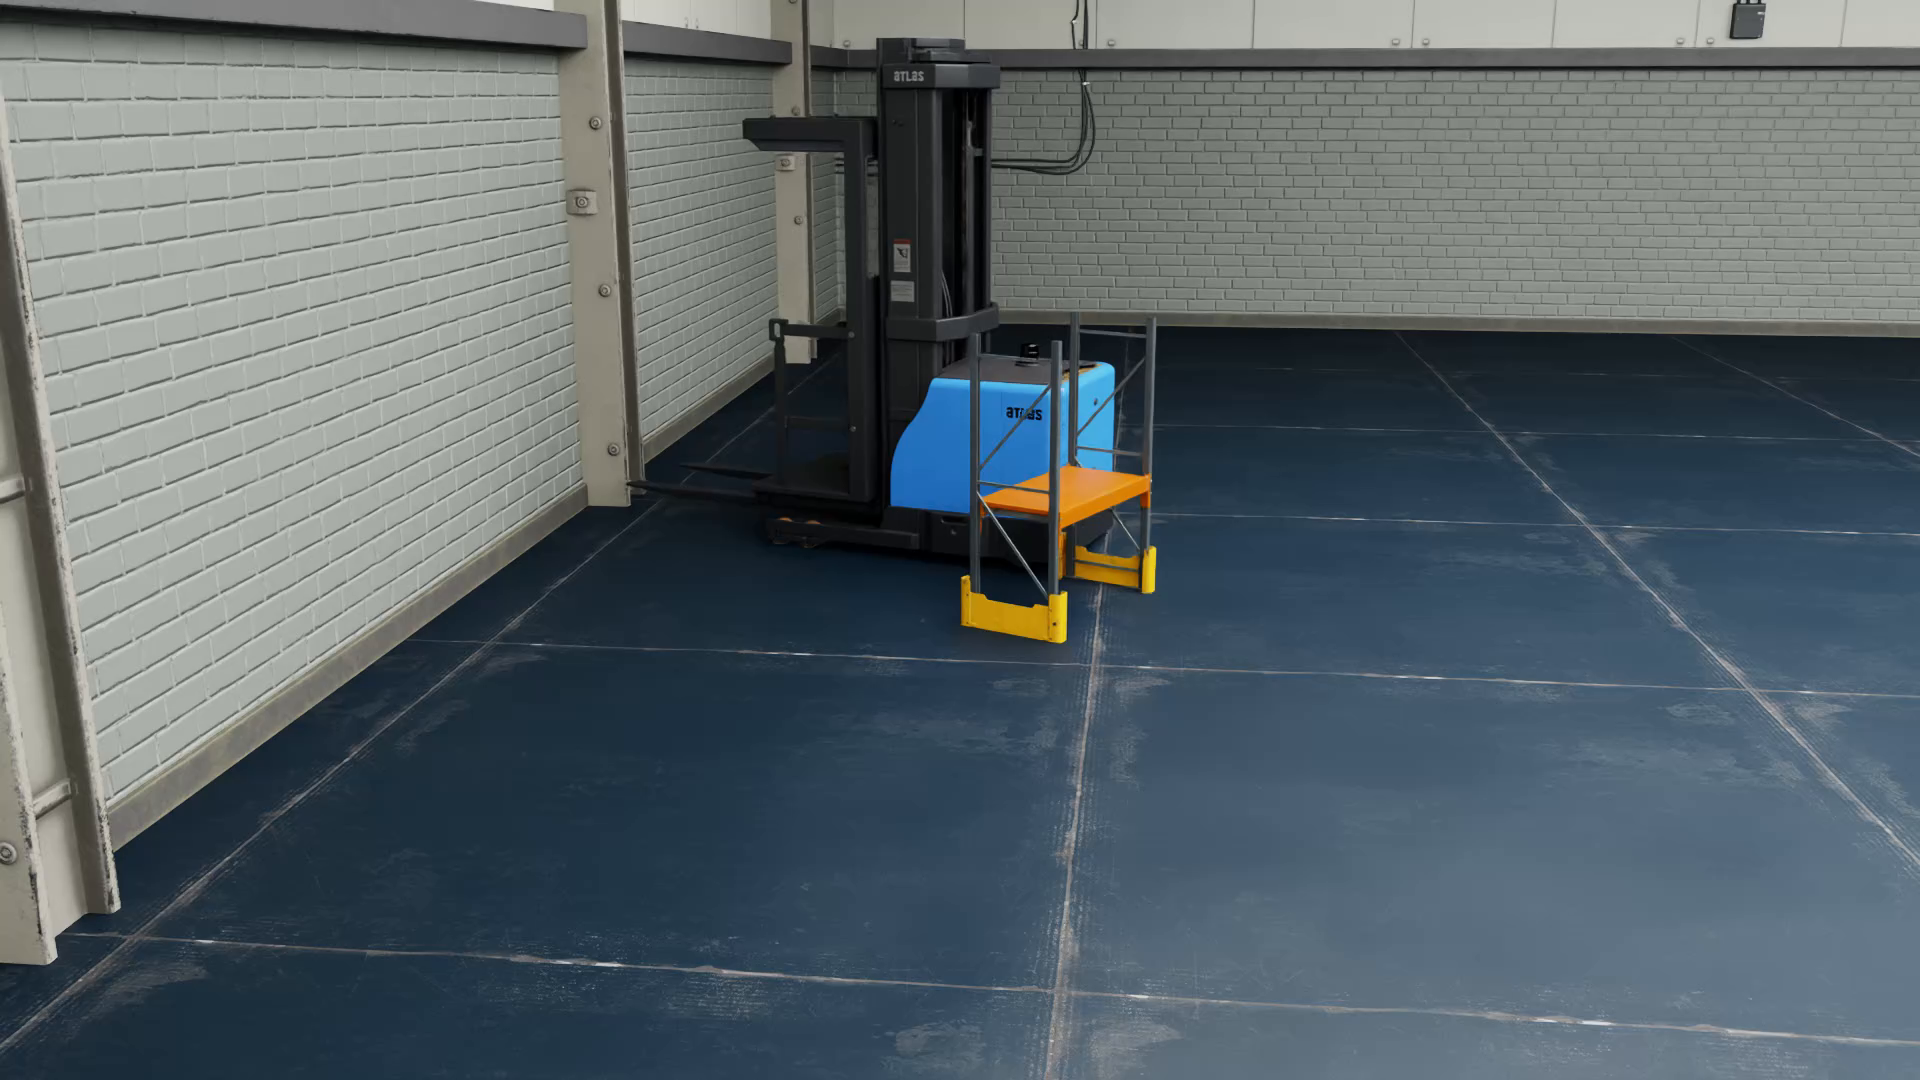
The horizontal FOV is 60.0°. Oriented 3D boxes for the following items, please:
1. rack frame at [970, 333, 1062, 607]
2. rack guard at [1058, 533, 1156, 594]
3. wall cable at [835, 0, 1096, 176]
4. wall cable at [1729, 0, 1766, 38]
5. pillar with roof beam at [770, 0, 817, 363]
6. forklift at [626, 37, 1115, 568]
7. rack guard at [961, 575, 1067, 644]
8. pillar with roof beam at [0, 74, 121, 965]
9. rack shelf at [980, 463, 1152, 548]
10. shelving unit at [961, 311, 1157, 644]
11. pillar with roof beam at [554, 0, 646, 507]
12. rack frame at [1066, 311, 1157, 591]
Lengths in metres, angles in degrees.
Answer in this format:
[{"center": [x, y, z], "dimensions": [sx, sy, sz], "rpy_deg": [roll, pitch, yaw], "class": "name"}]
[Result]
[{"center": [0.268, -0.256, 8.235], "dimensions": [0.500, 1.500, 0.032], "rpy_deg": [9, 18, 31], "class": "rack frame"}, {"center": [0.805, 0.128, 9.209], "dimensions": [0.587, 0.250, 0.087], "rpy_deg": [9, 18, 31], "class": "rack guard"}, {"center": [0.002, -5.403, 18.853], "dimensions": [3.097, 2.526, 0.112], "rpy_deg": [2, 15, 6], "class": "wall cable"}, {"center": [9.433, -8.260, 16.954], "dimensions": [2.305, 6.003, 0.169], "rpy_deg": [2, 15, 6], "class": "wall cable"}, {"center": [2.633, -6.050, 15.297], "dimensions": [9.100, 9.000, 0.400], "rpy_deg": [2, 15, 6], "class": "pillar with roof beam"}, {"center": [-0.621, -1.484, 10.036], "dimensions": [3.031, 2.935, 1.130], "rpy_deg": [6, 16, 22], "class": "forklift"}, {"center": [0.269, 0.347, 8.399], "dimensions": [0.587, 0.250, 0.087], "rpy_deg": [9, 18, 31], "class": "rack guard"}, {"center": [1.279, -2.938, 3.787], "dimensions": [9.100, 9.000, 0.400], "rpy_deg": [2, 15, 6], "class": "pillar with roof beam"}, {"center": [0.542, -0.194, 8.695], "dimensions": [0.538, 0.185, 1.000], "rpy_deg": [9, 18, 31], "class": "rack shelf"}, {"center": [0.537, -0.366, 8.641], "dimensions": [0.587, 1.500, 1.083], "rpy_deg": [9, 18, 31], "class": "shelving unit"}, {"center": [1.956, -4.494, 9.542], "dimensions": [9.100, 9.000, 0.400], "rpy_deg": [2, 15, 6], "class": "pillar with roof beam"}, {"center": [0.816, -0.479, 9.062], "dimensions": [0.500, 1.500, 0.032], "rpy_deg": [9, 18, 31], "class": "rack frame"}]
